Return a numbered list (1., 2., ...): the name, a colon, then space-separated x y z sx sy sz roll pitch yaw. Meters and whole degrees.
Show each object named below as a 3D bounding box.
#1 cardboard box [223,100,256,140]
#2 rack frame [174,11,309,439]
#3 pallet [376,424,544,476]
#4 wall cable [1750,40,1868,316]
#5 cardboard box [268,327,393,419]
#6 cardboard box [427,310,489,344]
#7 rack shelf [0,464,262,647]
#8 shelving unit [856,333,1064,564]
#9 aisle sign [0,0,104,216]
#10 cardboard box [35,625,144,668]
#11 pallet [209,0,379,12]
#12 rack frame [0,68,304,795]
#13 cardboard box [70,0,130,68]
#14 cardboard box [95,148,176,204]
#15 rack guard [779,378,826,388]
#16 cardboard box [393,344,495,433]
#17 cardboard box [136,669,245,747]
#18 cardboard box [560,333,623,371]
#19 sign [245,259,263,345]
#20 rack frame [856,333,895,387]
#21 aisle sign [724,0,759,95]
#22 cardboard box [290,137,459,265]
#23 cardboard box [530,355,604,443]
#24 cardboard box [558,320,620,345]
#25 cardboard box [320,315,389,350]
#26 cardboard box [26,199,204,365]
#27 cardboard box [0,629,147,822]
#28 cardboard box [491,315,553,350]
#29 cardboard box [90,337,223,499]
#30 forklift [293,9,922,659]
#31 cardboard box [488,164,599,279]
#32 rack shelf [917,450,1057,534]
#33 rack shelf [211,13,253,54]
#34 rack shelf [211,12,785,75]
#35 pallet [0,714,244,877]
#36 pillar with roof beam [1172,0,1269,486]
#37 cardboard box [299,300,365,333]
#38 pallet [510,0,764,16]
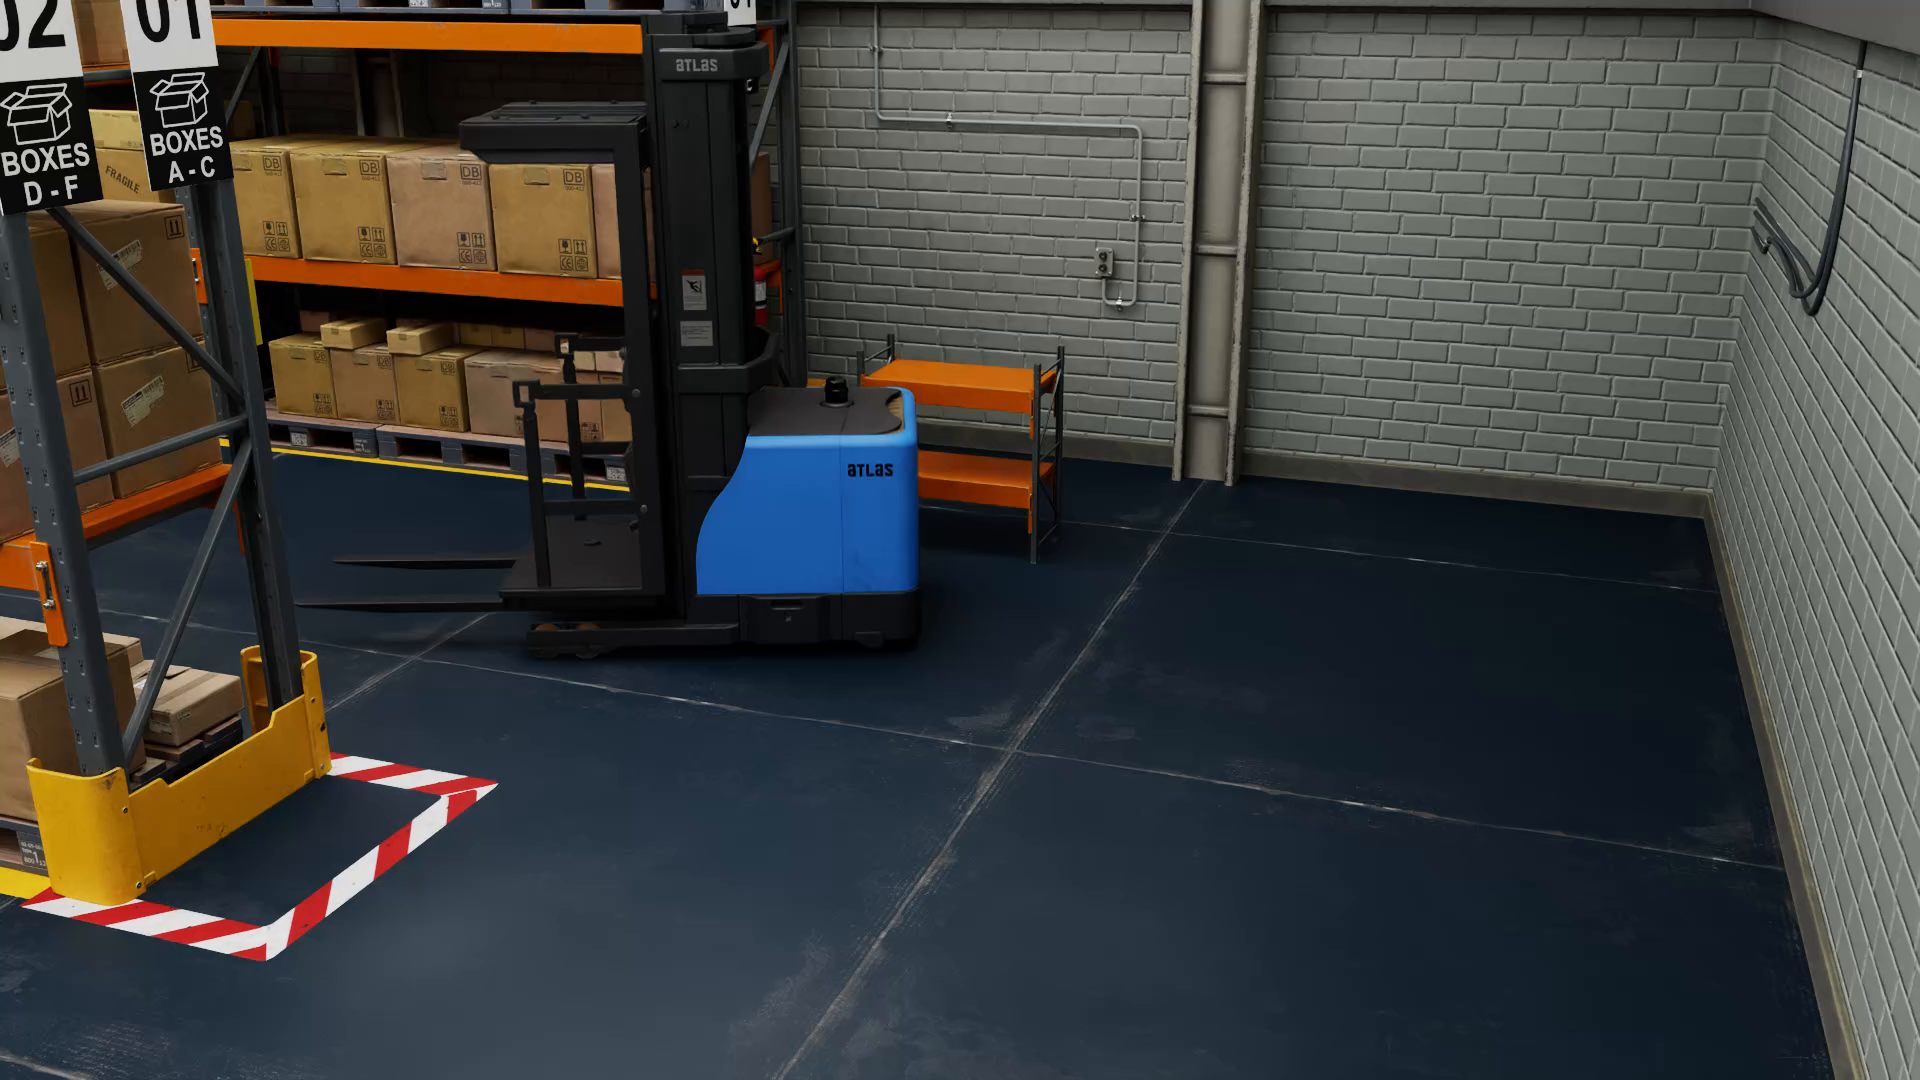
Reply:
1. cardboard box: -5.363 -2.965 11.751 0.500 0.250 0.500 7 20 20
2. rack frame: -5.014 -2.283 11.568 0.127 3.000 1.000 7 20 18
3. pallet: -3.165 -0.728 11.345 1.213 0.211 1.003 7 20 18
4. wall cable: 3.990 -2.495 7.781 0.112 2.526 3.097 7 20 18
5. cardboard box: -4.342 -1.188 11.587 0.500 0.500 0.700 7 20 19
6. cardboard box: -3.428 -1.460 11.381 0.250 0.149 0.380 7 20 19
7. rack shelf: -4.747 -0.187 6.647 4.000 0.370 1.077 7 20 18
8. shelving unit: 0.006 -0.530 9.389 1.048 1.125 0.538 7 20 18
9. aisle sign: -2.894 -1.435 5.187 0.004 0.787 0.394 7 20 18
10. cardboard box: -3.751 0.580 6.866 0.500 0.250 0.500 7 20 18
11. pallet: -4.245 -3.566 10.826 1.213 0.211 1.003 7 20 18
12. rack frame: -2.858 -0.310 5.909 0.127 3.000 1.000 7 20 18
13. cardboard box: -3.260 -1.790 5.826 0.500 0.250 0.500 7 20 18
14. cardboard box: -5.533 -2.451 11.418 0.500 0.500 0.500 6 20 17
15. rack guard: -1.213 -0.668 10.733 0.348 0.500 1.175 7 20 18
16. cardboard box: -3.384 -1.077 11.268 0.500 0.500 0.700 7 20 19
17. cardboard box: -3.141 0.676 6.742 0.250 0.149 0.380 7 20 18
18. cardboard box: -2.353 -1.204 10.648 0.250 0.149 0.380 7 20 20
19. sign: -2.680 -0.888 6.250 0.005 0.325 0.100 7 20 18
20. rack frame: -0.474 -0.585 9.547 0.032 1.125 0.500 7 20 18
21. aisle sign: -1.266 -2.977 9.611 0.004 0.787 0.394 7 20 18
22. cardboard box: -3.820 -2.280 11.105 0.700 0.700 0.980 6 20 17
23. cardboard box: -2.403 -0.967 10.954 0.500 0.500 0.700 6 20 18
24. cardboard box: -2.461 -1.350 11.066 0.250 0.149 0.380 7 20 19
25. cardboard box: -4.078 -1.401 11.212 0.250 0.149 0.380 7 20 20
26. cardboard box: -3.191 -0.959 6.101 0.500 0.500 0.500 7 20 20
27. cardboard box: -3.452 0.680 6.197 0.500 0.500 0.500 7 20 18
28. cardboard box: -2.944 -1.405 11.223 0.250 0.149 0.380 7 20 19
29. cardboard box: -3.191 -0.487 6.265 0.500 0.500 0.500 7 20 19
30. forklift: -1.719 -0.992 7.969 3.031 2.935 1.130 -1 19 -2
31. cardboard box: -2.412 -2.120 10.644 0.700 0.700 0.980 6 20 18
32. rack shelf: 0.006 -0.300 9.469 1.000 0.278 0.538 7 20 18
33. rack shelf: -6.904 -3.576 11.813 4.000 0.370 1.077 7 20 18
34. rack shelf: -3.125 -3.144 10.573 4.000 0.370 1.077 7 20 18
35. pallet: -3.683 0.913 6.638 1.213 0.211 1.003 7 20 18
36. pillar with roof beam: 0.186 -3.322 5.436 0.400 9.000 9.100 7 20 18
37. cardboard box: -4.413 -1.572 11.703 0.250 0.149 0.380 6 20 18
38. pallet: -1.940 -3.302 10.070 1.213 0.211 1.003 7 20 18
